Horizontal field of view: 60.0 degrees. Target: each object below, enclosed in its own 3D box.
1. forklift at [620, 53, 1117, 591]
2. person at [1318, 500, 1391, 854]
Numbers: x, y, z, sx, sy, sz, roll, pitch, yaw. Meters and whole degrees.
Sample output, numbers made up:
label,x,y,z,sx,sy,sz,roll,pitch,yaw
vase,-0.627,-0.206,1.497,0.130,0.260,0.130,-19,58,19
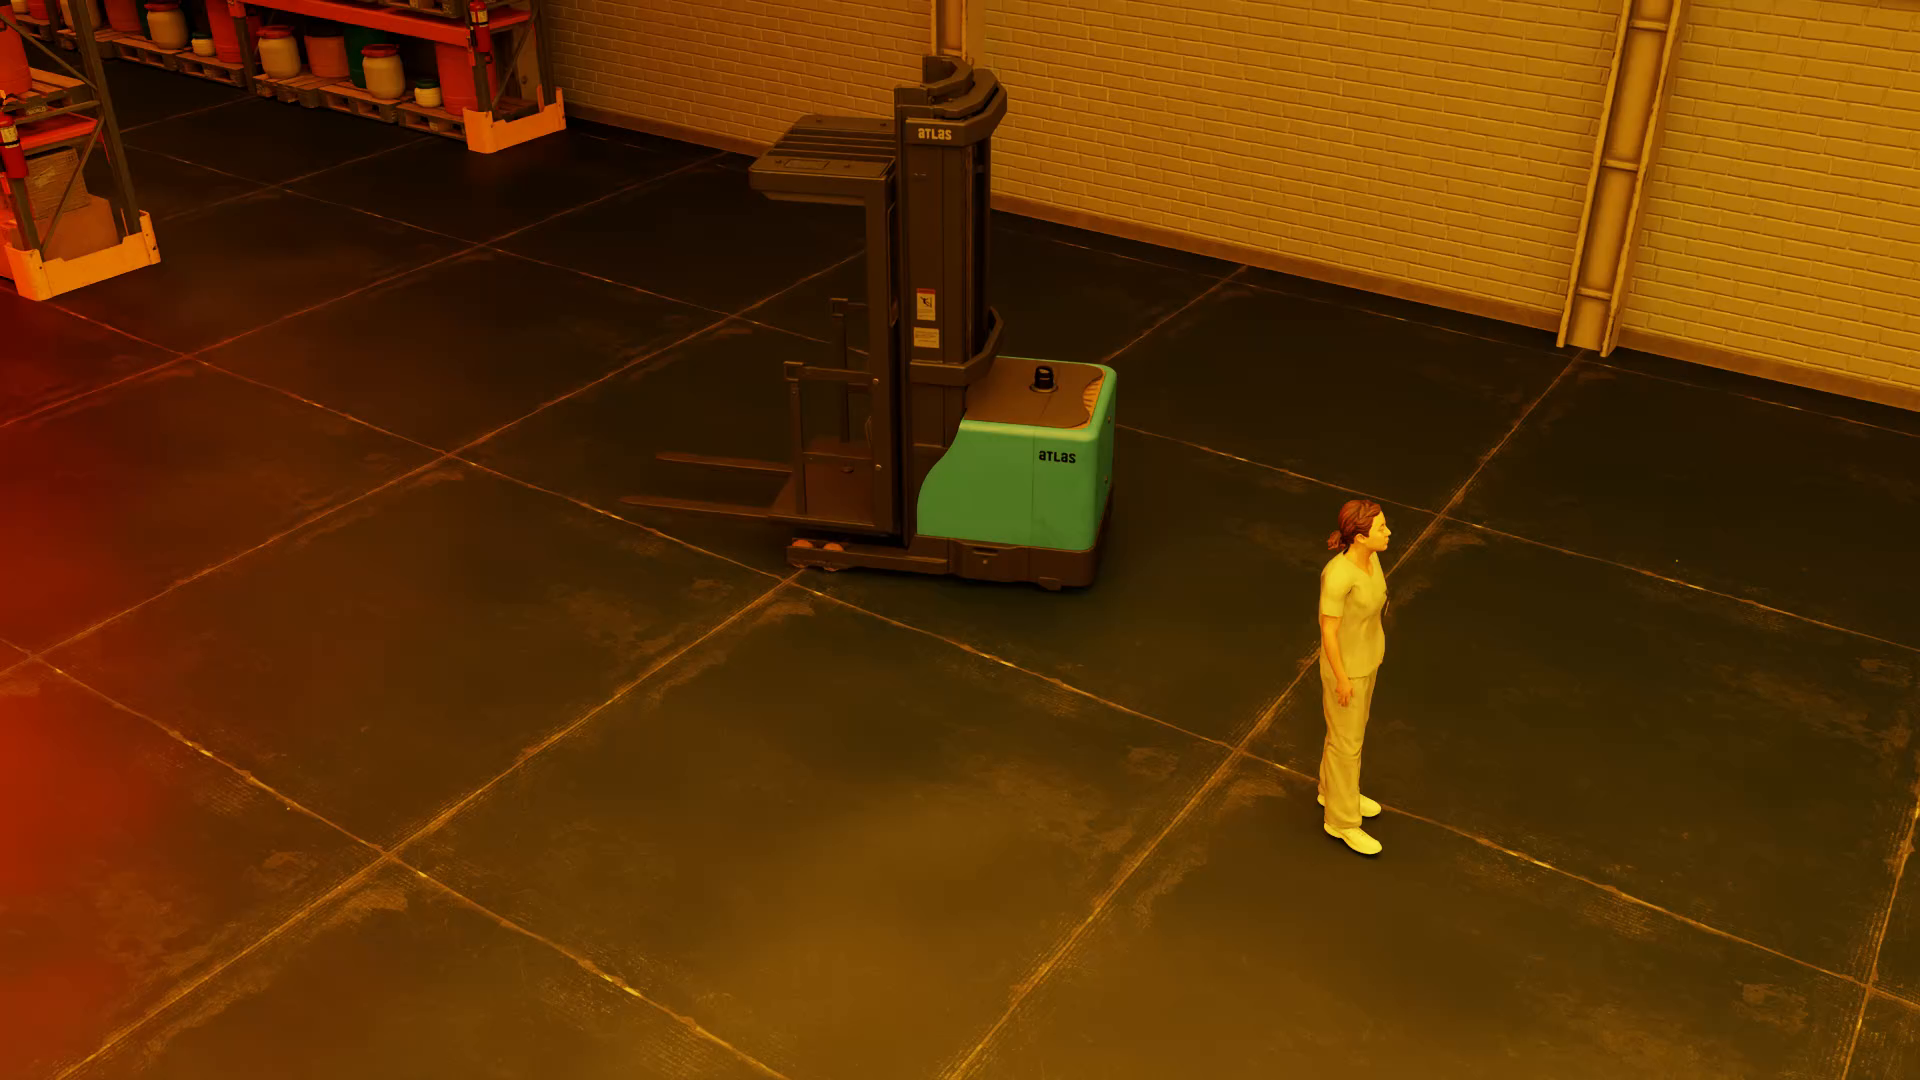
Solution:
label,x,y,z,sx,sy,sz,roll,pitch,yaw
forklift,-0.596,-1.330,9.871,3.031,2.935,1.130,6,31,10
person,1.894,0.603,7.779,0.549,1.675,0.550,18,35,28
